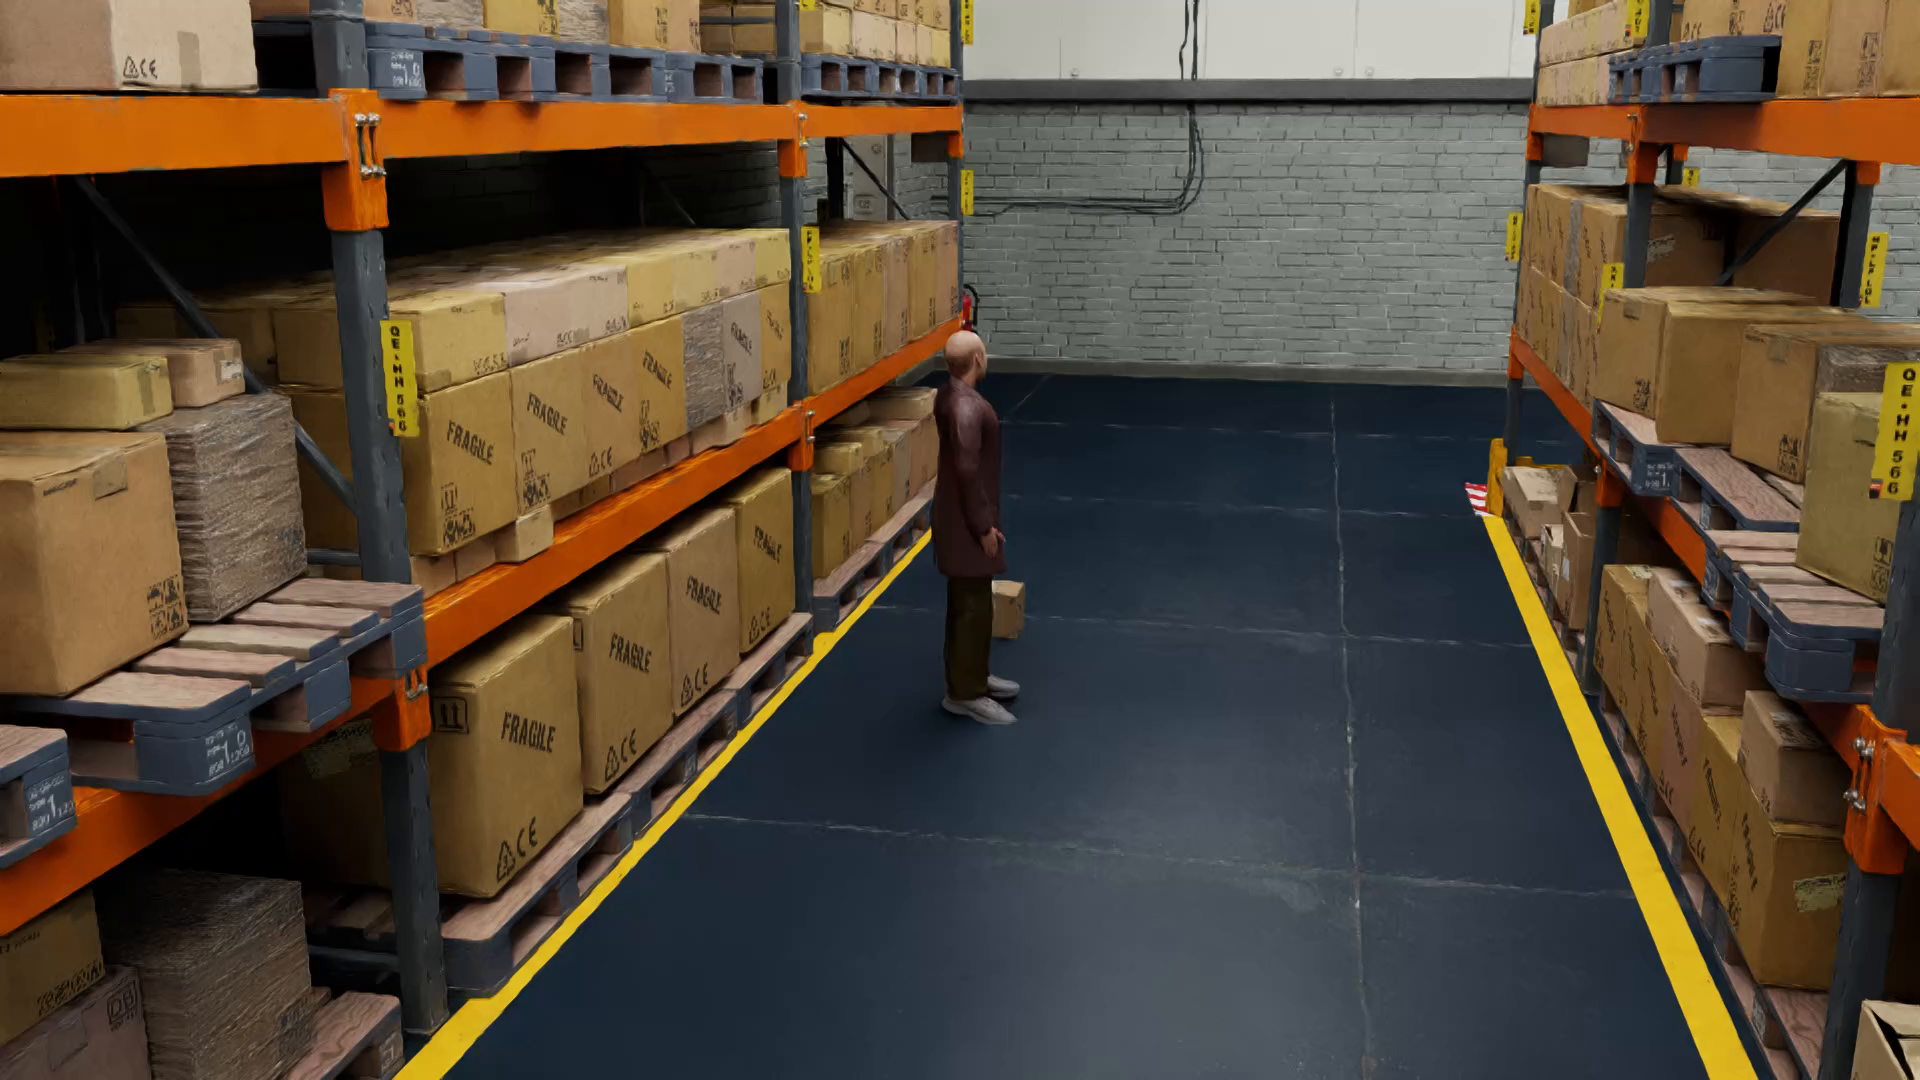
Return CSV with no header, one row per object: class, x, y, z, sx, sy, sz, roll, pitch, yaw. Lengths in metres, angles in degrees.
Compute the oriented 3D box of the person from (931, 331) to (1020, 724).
person,0.084,-0.065,7.800,0.432,1.832,0.634,-2,15,-9
